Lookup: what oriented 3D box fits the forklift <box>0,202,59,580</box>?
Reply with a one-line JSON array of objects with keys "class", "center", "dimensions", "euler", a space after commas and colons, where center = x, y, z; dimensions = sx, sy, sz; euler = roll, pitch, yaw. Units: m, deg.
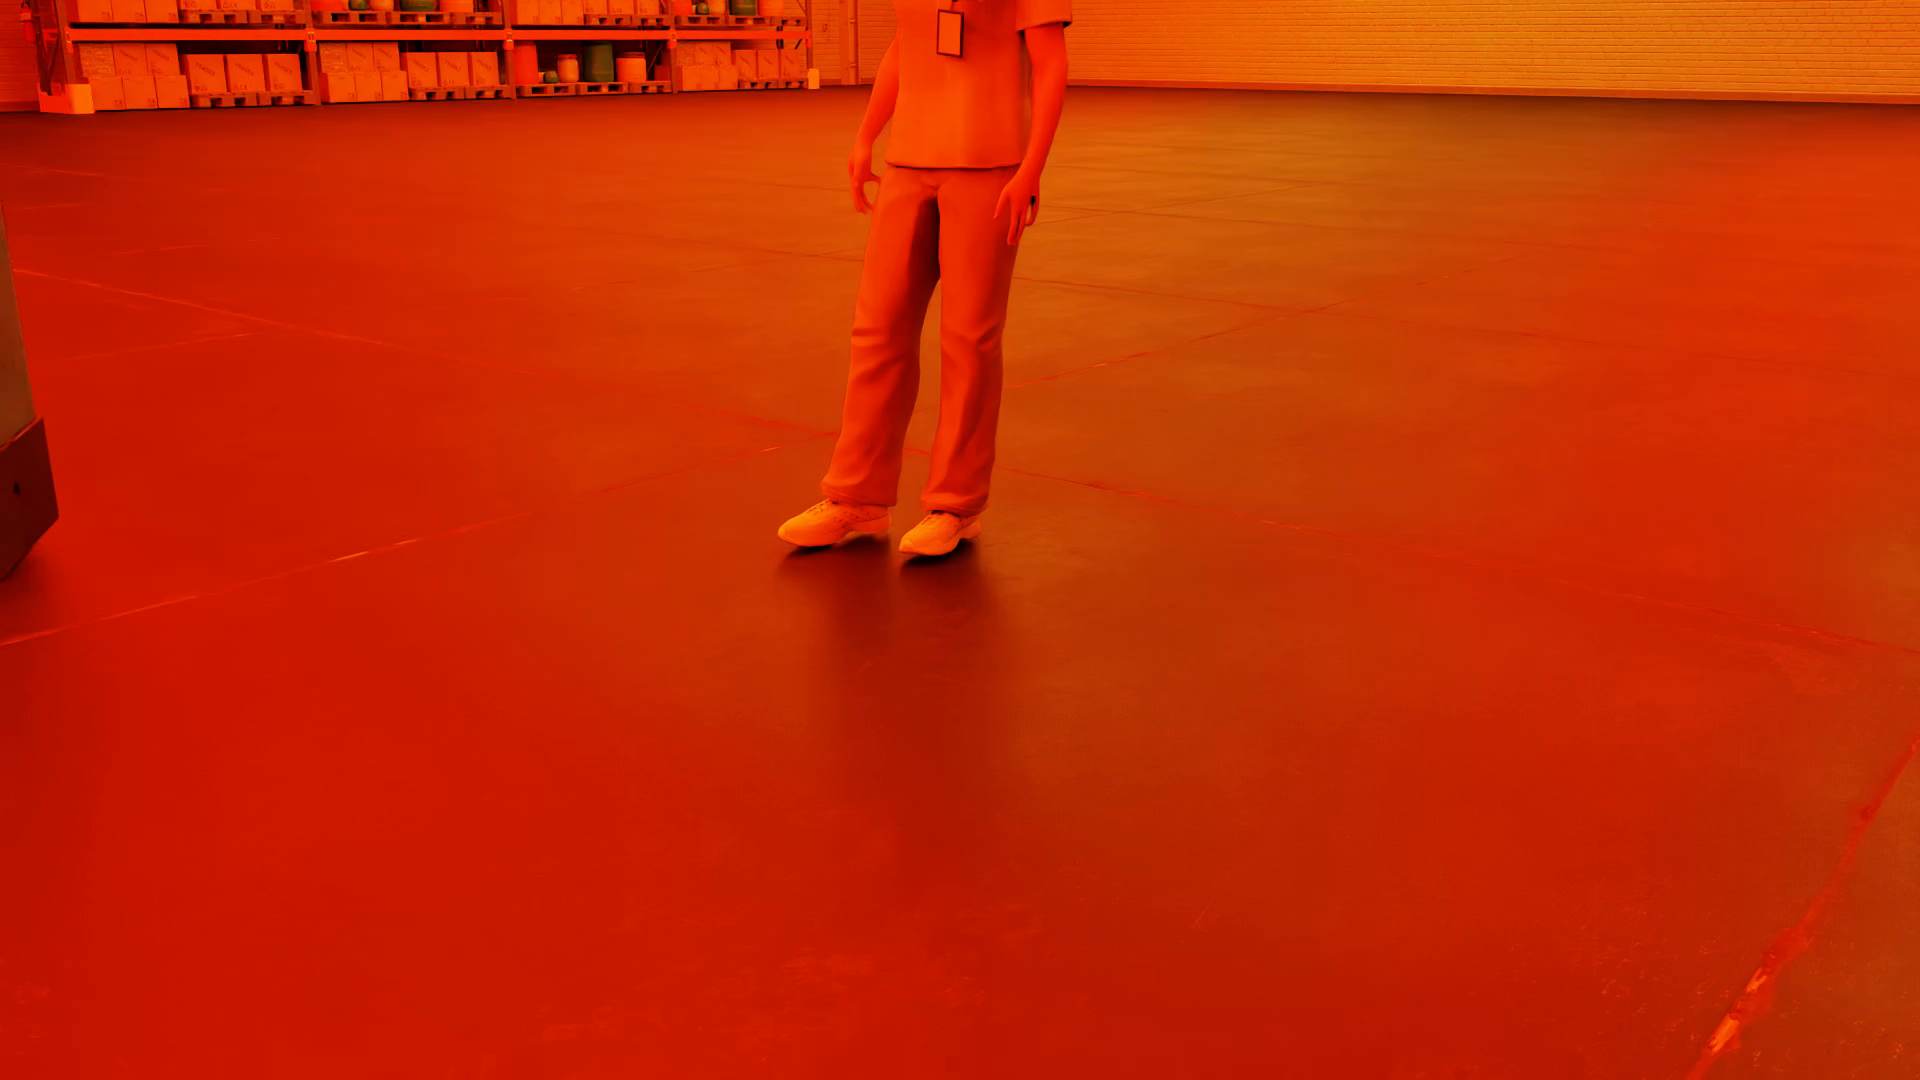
[{"class": "forklift", "center": [-3.452, -1.154, 2.697], "dimensions": [3.031, 2.935, 1.130], "euler": [-4, 17, -14]}]

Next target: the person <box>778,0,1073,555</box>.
[{"class": "person", "center": [-0.058, -0.795, 3.650], "dimensions": [0.550, 1.673, 0.548], "euler": [13, 21, 37]}]
